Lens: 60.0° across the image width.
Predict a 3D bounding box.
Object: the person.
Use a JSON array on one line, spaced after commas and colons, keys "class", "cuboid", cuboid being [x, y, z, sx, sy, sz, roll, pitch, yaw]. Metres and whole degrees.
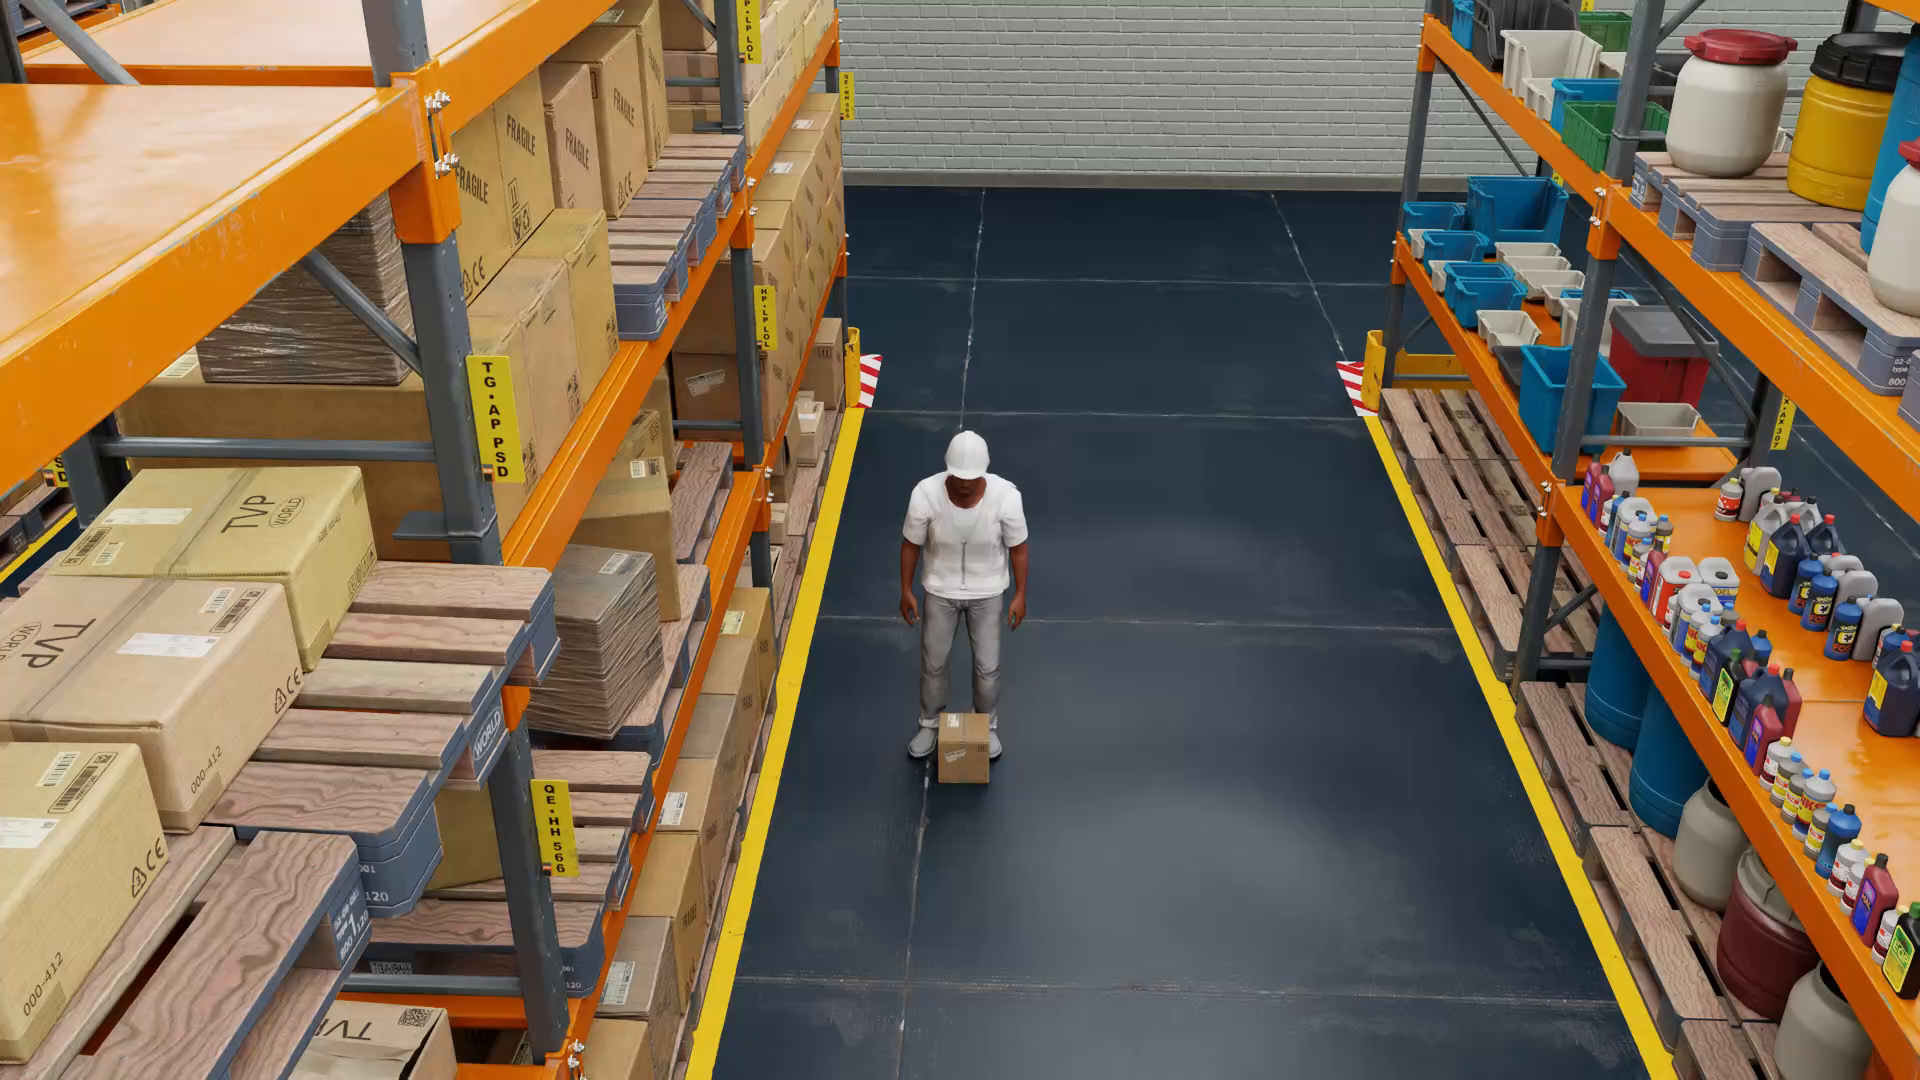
[{"class": "person", "cuboid": [0.018, 0.261, 8.105, 0.626, 1.761, 0.458, 1, 28, 3]}]
